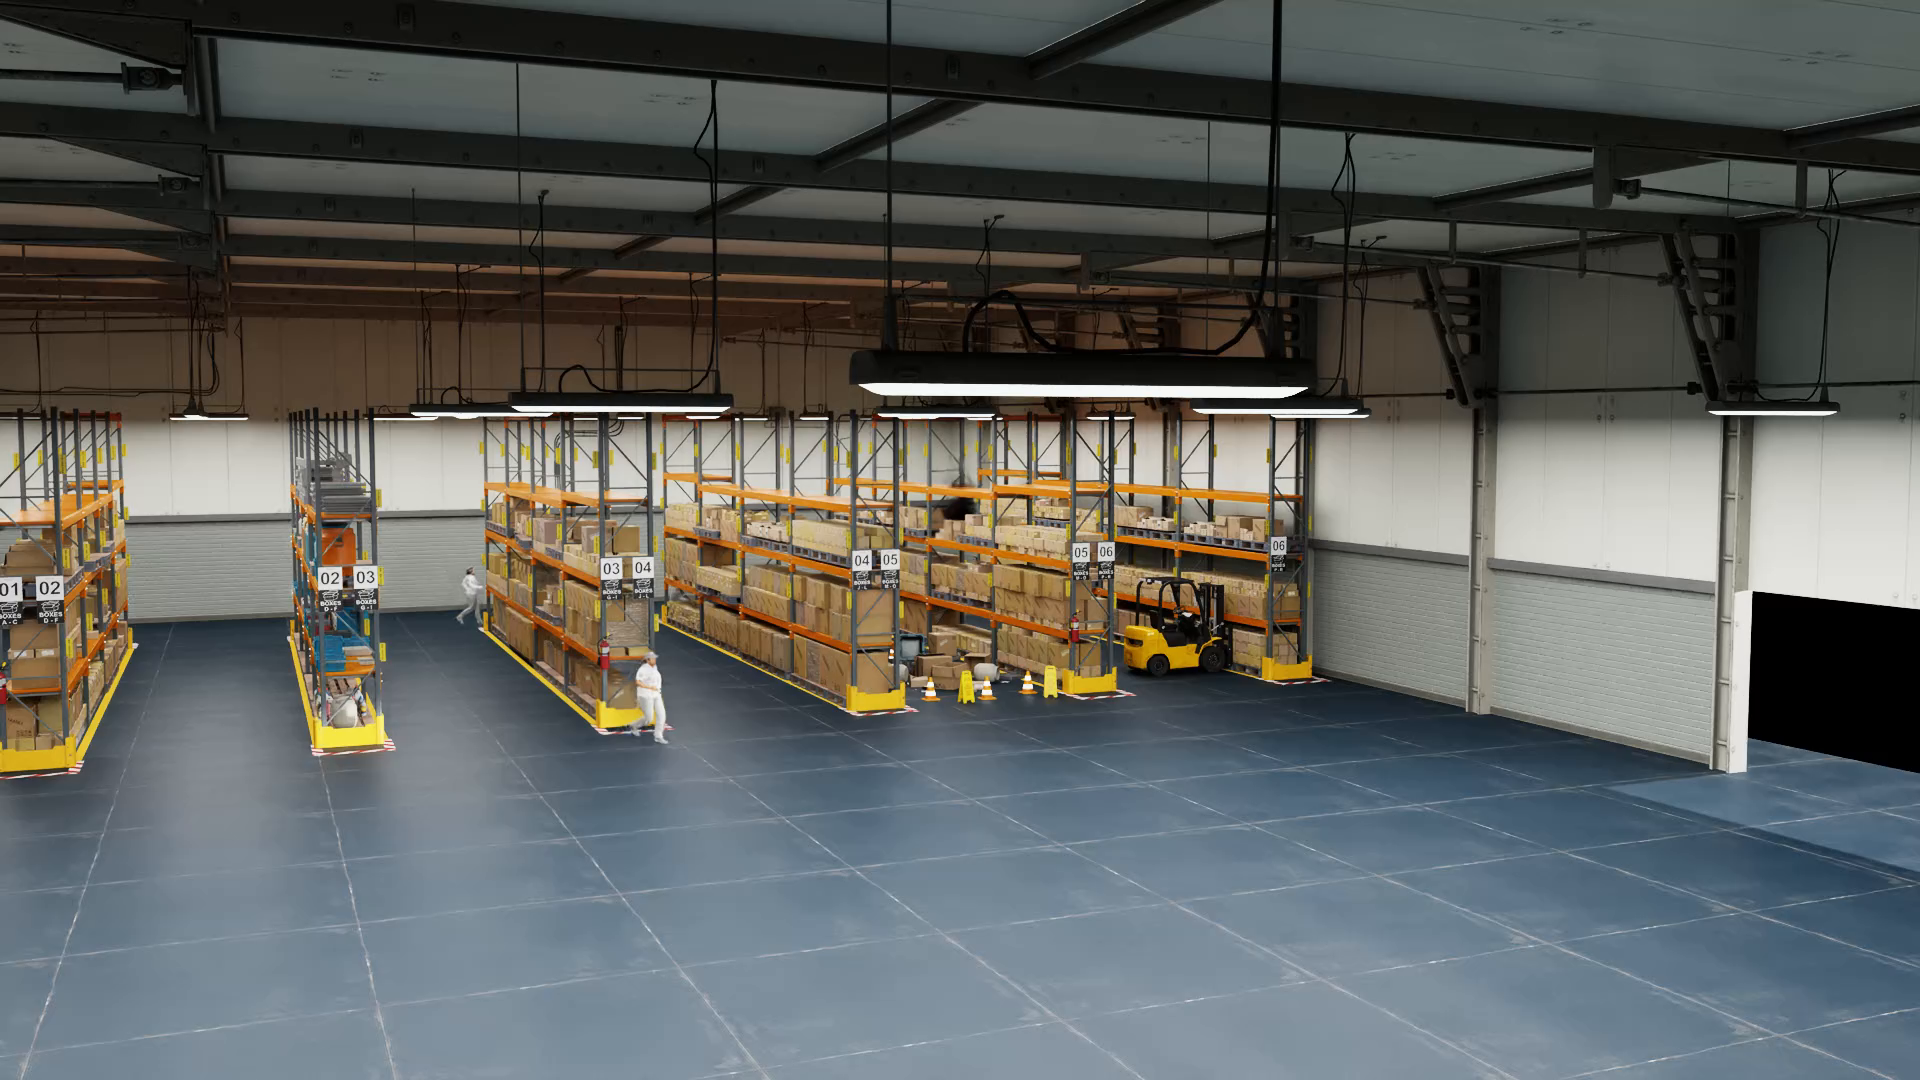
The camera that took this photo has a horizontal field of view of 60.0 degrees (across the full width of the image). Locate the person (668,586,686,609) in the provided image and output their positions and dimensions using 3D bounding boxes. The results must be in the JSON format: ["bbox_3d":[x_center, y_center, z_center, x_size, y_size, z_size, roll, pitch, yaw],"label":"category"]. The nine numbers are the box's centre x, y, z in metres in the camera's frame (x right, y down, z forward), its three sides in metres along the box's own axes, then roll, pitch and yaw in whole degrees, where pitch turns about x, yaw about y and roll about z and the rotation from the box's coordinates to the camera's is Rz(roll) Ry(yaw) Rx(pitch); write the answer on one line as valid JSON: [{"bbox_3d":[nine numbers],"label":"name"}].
[{"bbox_3d":[-8.411,1.406,49.339,0.870,1.737,0.825,-1,4,-10],"label":"person"}]

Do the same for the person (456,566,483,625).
[{"bbox_3d":[-13.823,1.563,47.027,0.880,1.676,0.629,-2,4,-23],"label":"person"}]

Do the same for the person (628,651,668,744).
[{"bbox_3d":[-5.597,2.831,29.859,0.783,1.658,0.645,2,4,25],"label":"person"}]
